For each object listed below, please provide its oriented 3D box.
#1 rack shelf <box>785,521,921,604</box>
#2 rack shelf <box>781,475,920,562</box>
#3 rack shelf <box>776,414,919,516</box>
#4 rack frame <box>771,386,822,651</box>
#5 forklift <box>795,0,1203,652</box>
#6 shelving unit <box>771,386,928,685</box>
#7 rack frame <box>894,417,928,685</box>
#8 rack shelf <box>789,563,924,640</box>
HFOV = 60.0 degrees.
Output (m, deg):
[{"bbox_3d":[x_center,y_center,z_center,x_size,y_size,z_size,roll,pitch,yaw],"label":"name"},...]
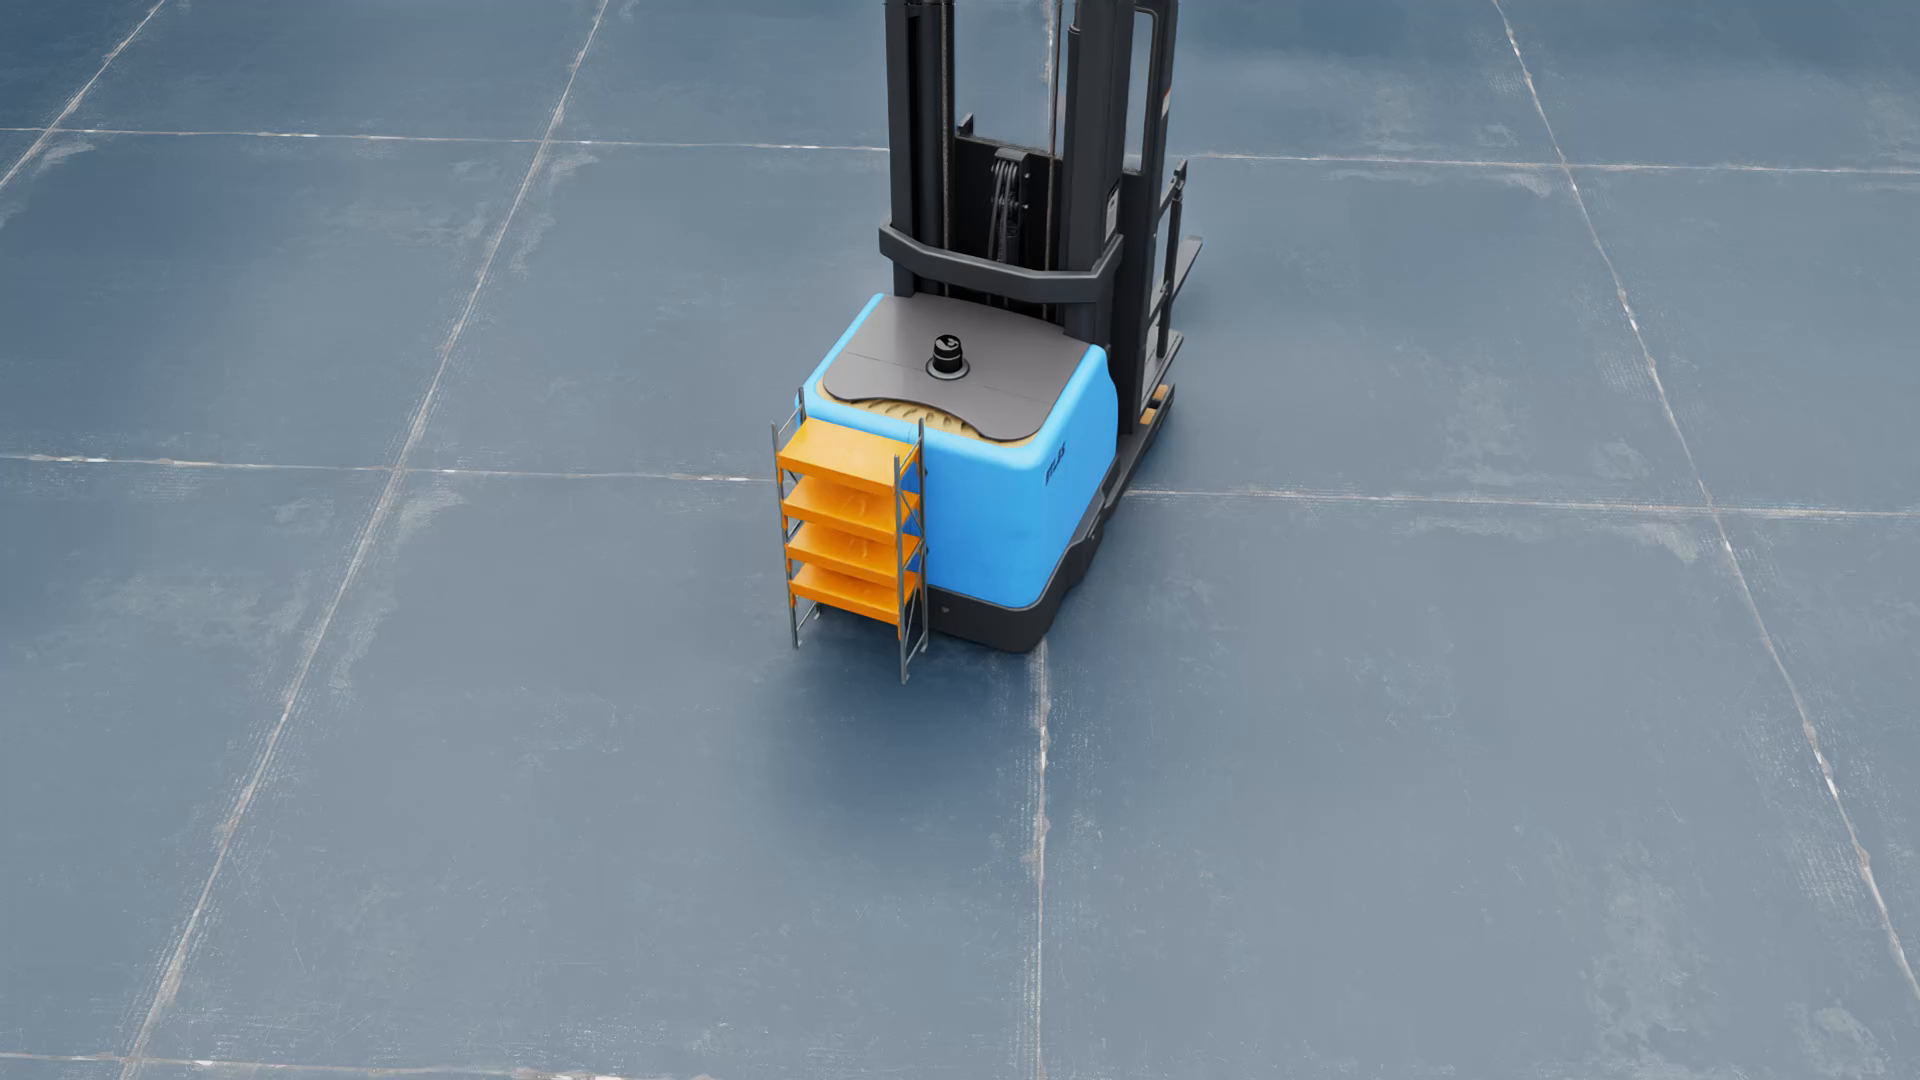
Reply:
[{"bbox_3d":[-0.409,0.054,6.496,0.480,0.148,0.258,16,45,16],"label":"rack shelf"},{"bbox_3d":[-0.409,-0.110,6.343,0.480,0.148,0.258,16,45,16],"label":"rack shelf"},{"bbox_3d":[-0.409,-0.283,6.182,0.480,0.148,0.258,16,45,16],"label":"rack shelf"},{"bbox_3d":[-0.634,-0.059,6.518,0.015,1.200,0.240,16,45,16],"label":"rack frame"},{"bbox_3d":[0.380,-1.633,6.938,1.130,2.935,3.031,16,45,16],"label":"forklift"},{"bbox_3d":[-0.409,0.005,6.450,0.503,1.200,0.258,16,45,16],"label":"shelving unit"},{"bbox_3d":[-0.183,0.068,6.382,0.015,1.200,0.240,16,45,16],"label":"rack frame"},{"bbox_3d":[-0.409,0.199,6.631,0.480,0.148,0.258,16,45,16],"label":"rack shelf"}]
